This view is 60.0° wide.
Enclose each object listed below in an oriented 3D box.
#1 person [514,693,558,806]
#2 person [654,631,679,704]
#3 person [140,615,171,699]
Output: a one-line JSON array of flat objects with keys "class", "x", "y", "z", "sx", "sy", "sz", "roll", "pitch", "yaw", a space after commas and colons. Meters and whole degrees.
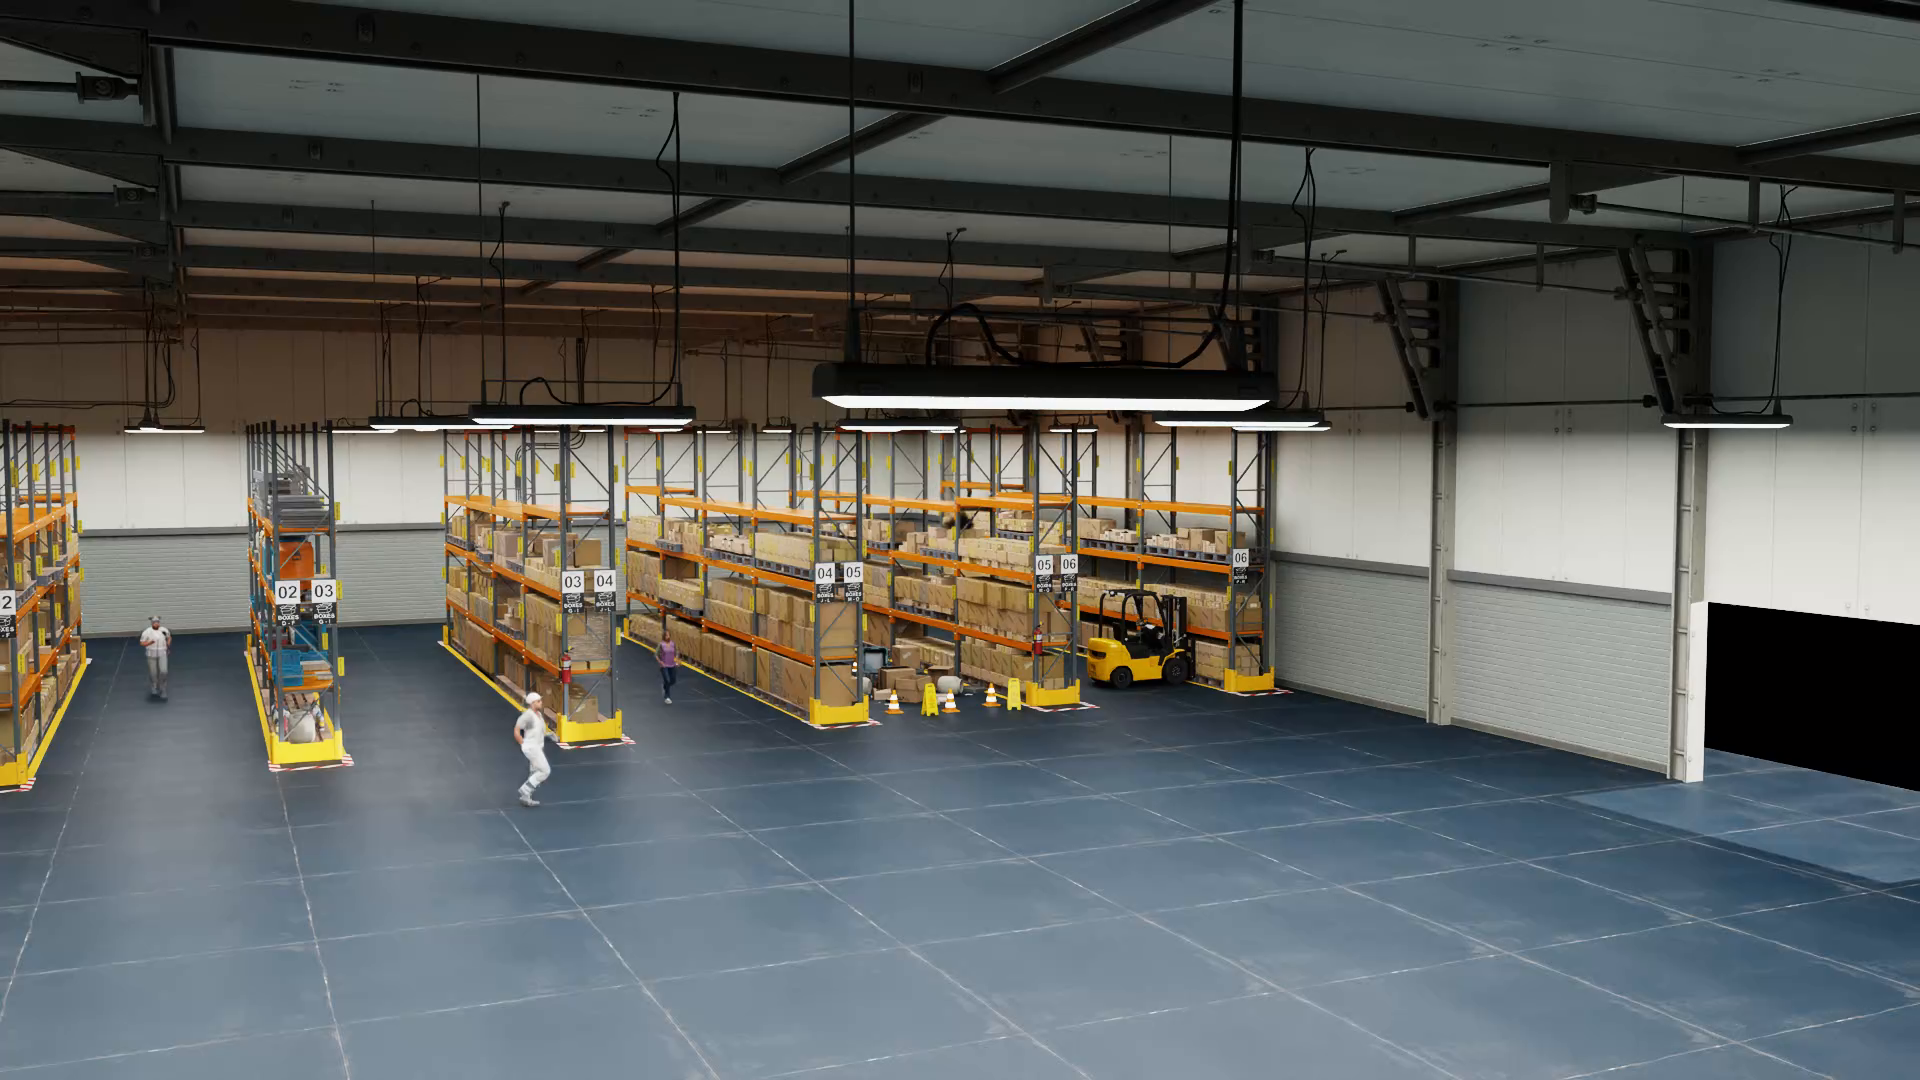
[{"class": "person", "x": -6.531, "y": 3.231, "z": 25.721, "sx": 0.576, "sy": 1.749, "sz": 0.663, "roll": 0, "pitch": 4, "yaw": 1}, {"class": "person", "x": -6.313, "y": 2.714, "z": 35.735, "sx": 0.581, "sy": 1.558, "sz": 0.576, "roll": -2, "pitch": 4, "yaw": -32}, {"class": "person", "x": -17.610, "y": 2.565, "z": 36.460, "sx": 0.640, "sy": 1.840, "sz": 0.755, "roll": -2, "pitch": 4, "yaw": -31}]
